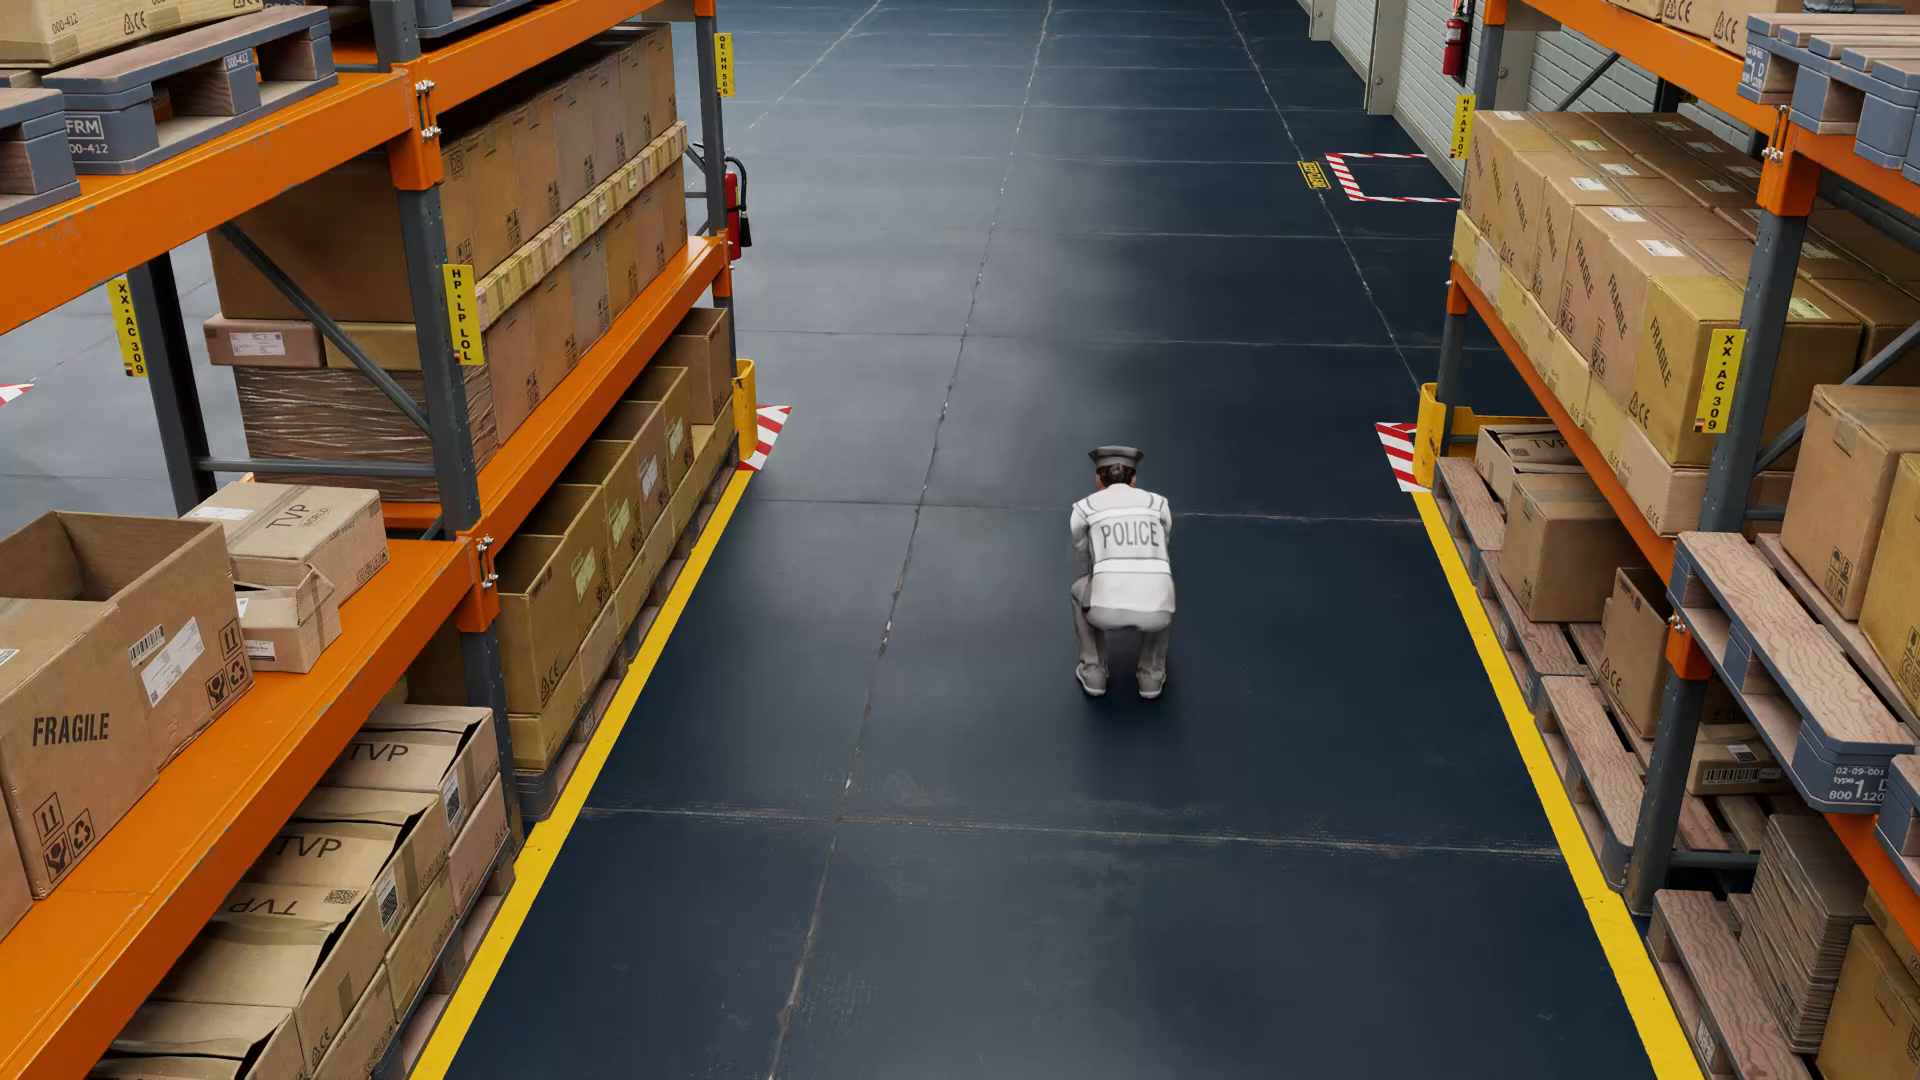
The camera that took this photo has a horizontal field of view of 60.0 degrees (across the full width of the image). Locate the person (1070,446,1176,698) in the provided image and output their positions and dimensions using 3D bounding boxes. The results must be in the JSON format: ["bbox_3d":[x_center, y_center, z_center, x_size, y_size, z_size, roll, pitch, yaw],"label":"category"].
[{"bbox_3d":[0.705,0.128,7.166,0.466,0.979,0.851,1,25,3],"label":"person"}]
